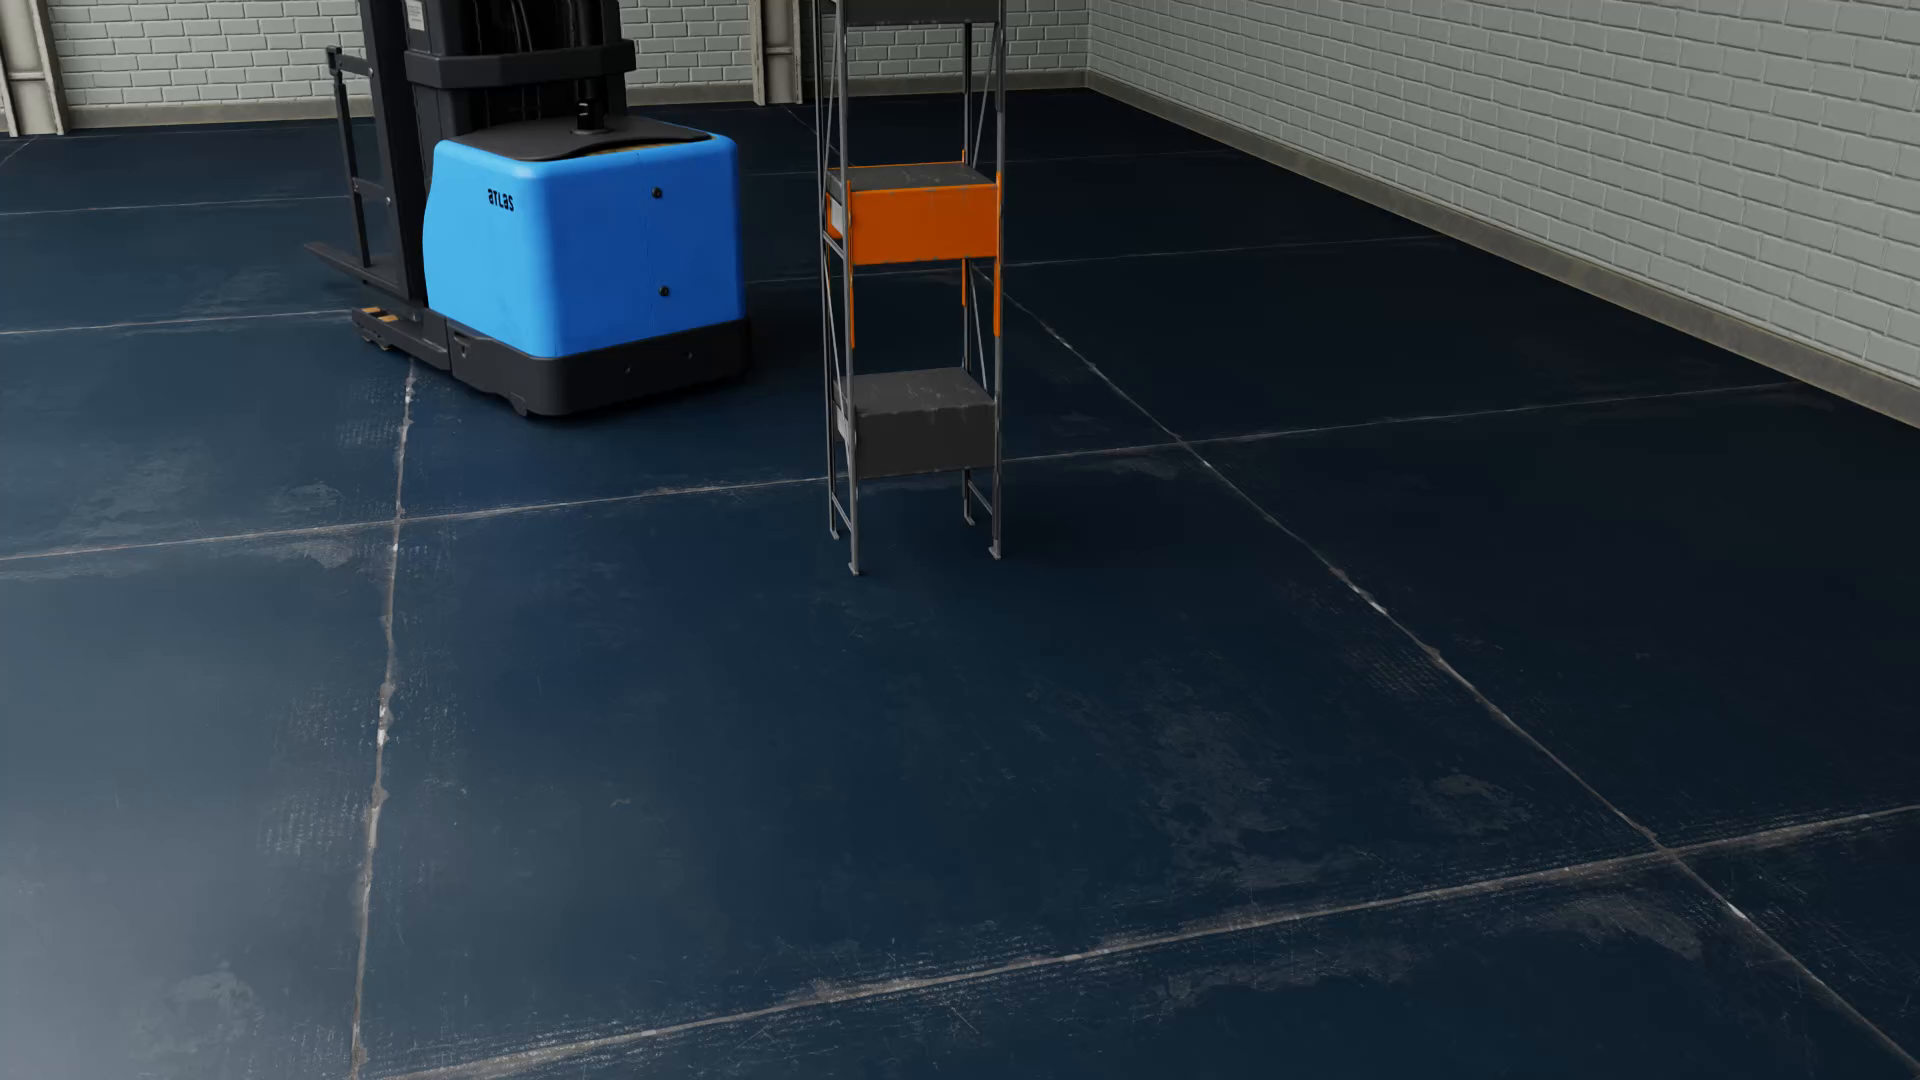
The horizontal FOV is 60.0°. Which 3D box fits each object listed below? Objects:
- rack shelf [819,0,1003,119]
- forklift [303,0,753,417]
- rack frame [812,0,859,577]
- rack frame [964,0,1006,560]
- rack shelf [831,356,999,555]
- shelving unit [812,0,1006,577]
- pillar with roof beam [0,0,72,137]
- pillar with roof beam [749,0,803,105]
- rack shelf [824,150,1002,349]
[{"bbox_3d":[-0.159,-1.578,5.024,0.480,0.518,0.431,-6,24,-14],"label":"rack shelf"},{"bbox_3d":[-2.256,-2.353,7.516,1.130,2.935,3.031,-19,30,-37],"label":"forklift"},{"bbox_3d":[-0.394,-0.921,5.234,0.015,2.100,0.400,-6,24,-14],"label":"rack frame"},{"bbox_3d":[0.076,-0.973,5.355,0.015,2.100,0.400,-6,24,-14],"label":"rack frame"},{"bbox_3d":[-0.159,-0.291,5.576,0.480,0.518,0.431,-6,24,-14],"label":"rack shelf"},{"bbox_3d":[-0.159,-0.947,5.295,0.503,2.100,0.431,-6,24,-14],"label":"shelving unit"},{"bbox_3d":[-6.243,-5.788,7.827,0.400,9.000,9.100,-6,24,-14],"label":"pillar with roof beam"},{"bbox_3d":[-0.466,-6.427,9.316,0.400,9.000,9.100,-6,24,-14],"label":"pillar with roof beam"},{"bbox_3d":[-0.159,-0.935,5.300,0.480,0.518,0.431,-6,24,-14],"label":"rack shelf"}]
